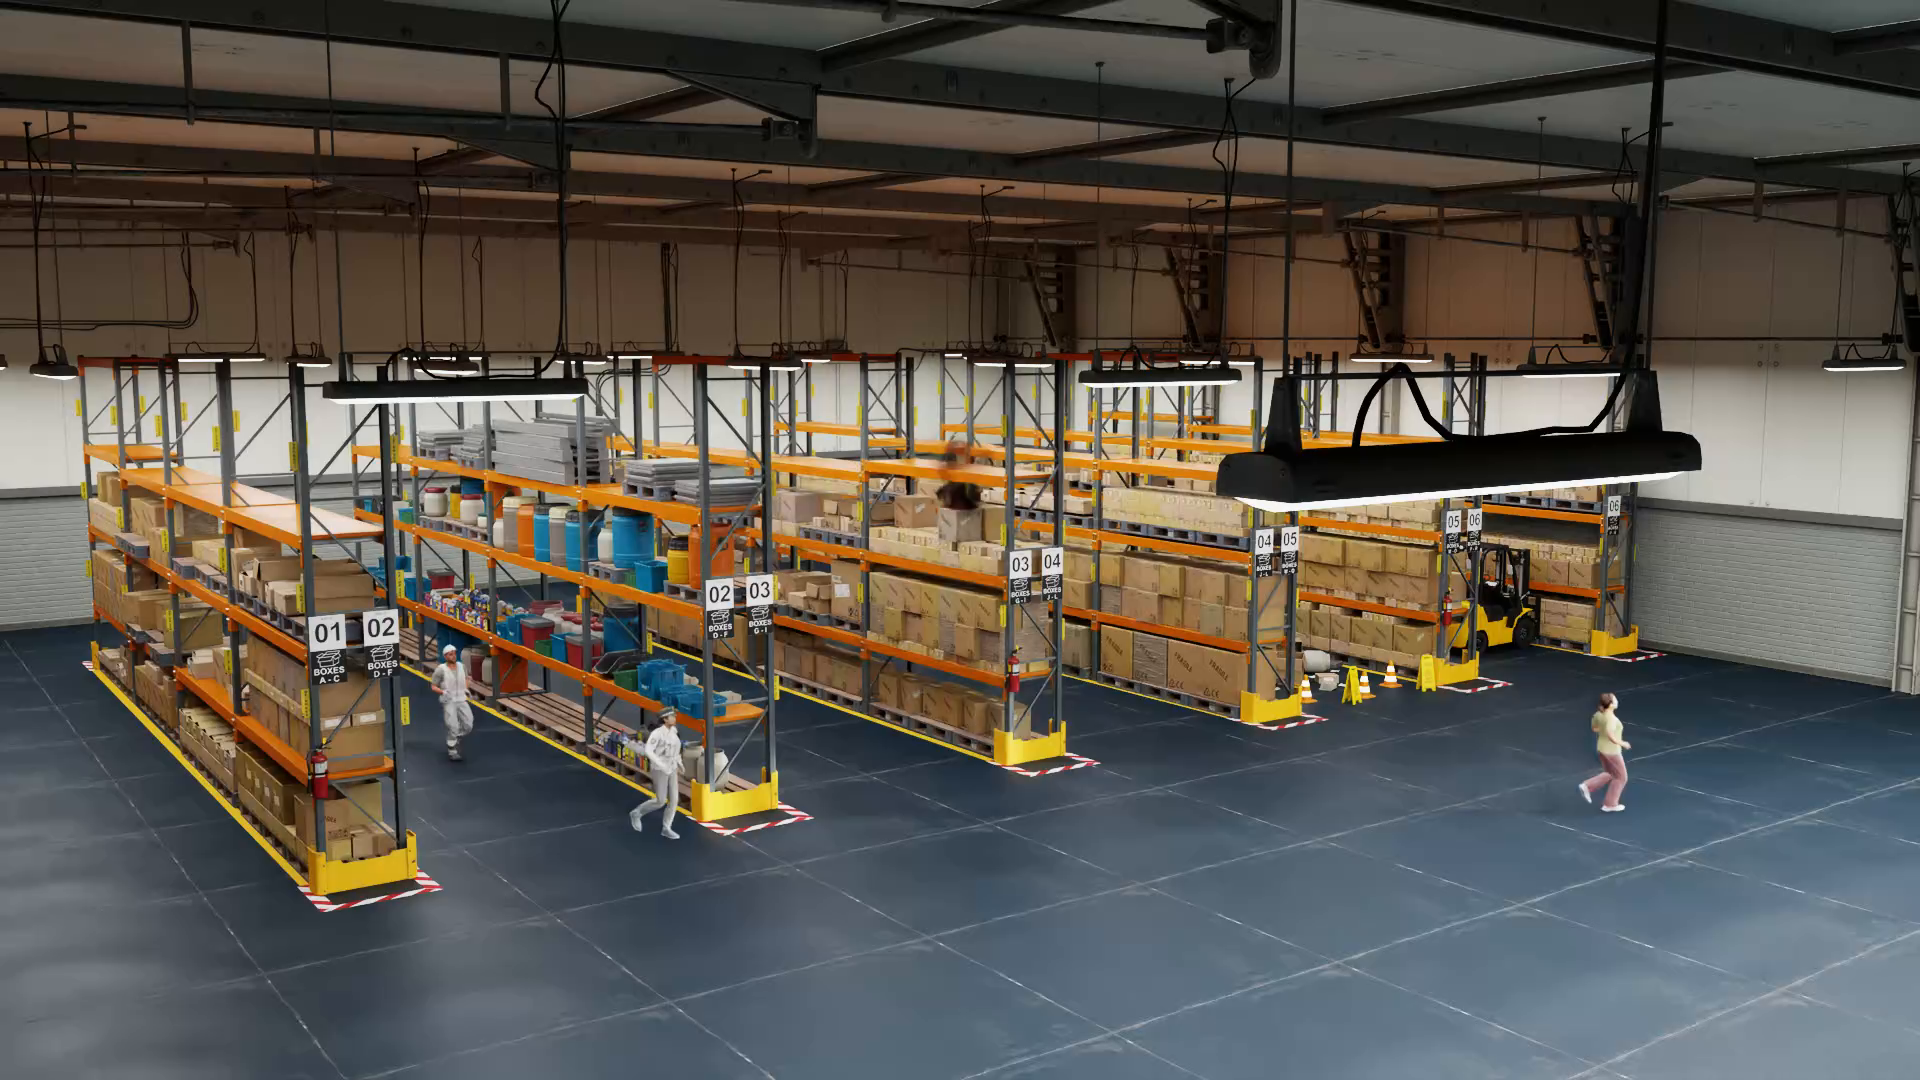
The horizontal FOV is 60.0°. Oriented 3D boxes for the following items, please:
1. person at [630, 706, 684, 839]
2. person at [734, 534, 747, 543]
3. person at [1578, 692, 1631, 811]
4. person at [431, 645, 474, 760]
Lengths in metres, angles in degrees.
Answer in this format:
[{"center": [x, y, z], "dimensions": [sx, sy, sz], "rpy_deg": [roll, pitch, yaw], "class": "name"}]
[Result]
[{"center": [-3.796, 2.937, 21.309], "dimensions": [0.704, 1.649, 0.665], "rpy_deg": [3, 8, 25], "class": "person"}, {"center": [-5.523, 0.558, 40.701], "dimensions": [0.790, 1.704, 0.632], "rpy_deg": [3, 7, 20], "class": "person"}, {"center": [8.635, 2.834, 22.242], "dimensions": [0.609, 1.619, 0.580], "rpy_deg": [-1, 7, -5], "class": "person"}, {"center": [-7.576, 2.441, 24.956], "dimensions": [0.648, 1.740, 0.598], "rpy_deg": [-6, 9, -43], "class": "person"}]
